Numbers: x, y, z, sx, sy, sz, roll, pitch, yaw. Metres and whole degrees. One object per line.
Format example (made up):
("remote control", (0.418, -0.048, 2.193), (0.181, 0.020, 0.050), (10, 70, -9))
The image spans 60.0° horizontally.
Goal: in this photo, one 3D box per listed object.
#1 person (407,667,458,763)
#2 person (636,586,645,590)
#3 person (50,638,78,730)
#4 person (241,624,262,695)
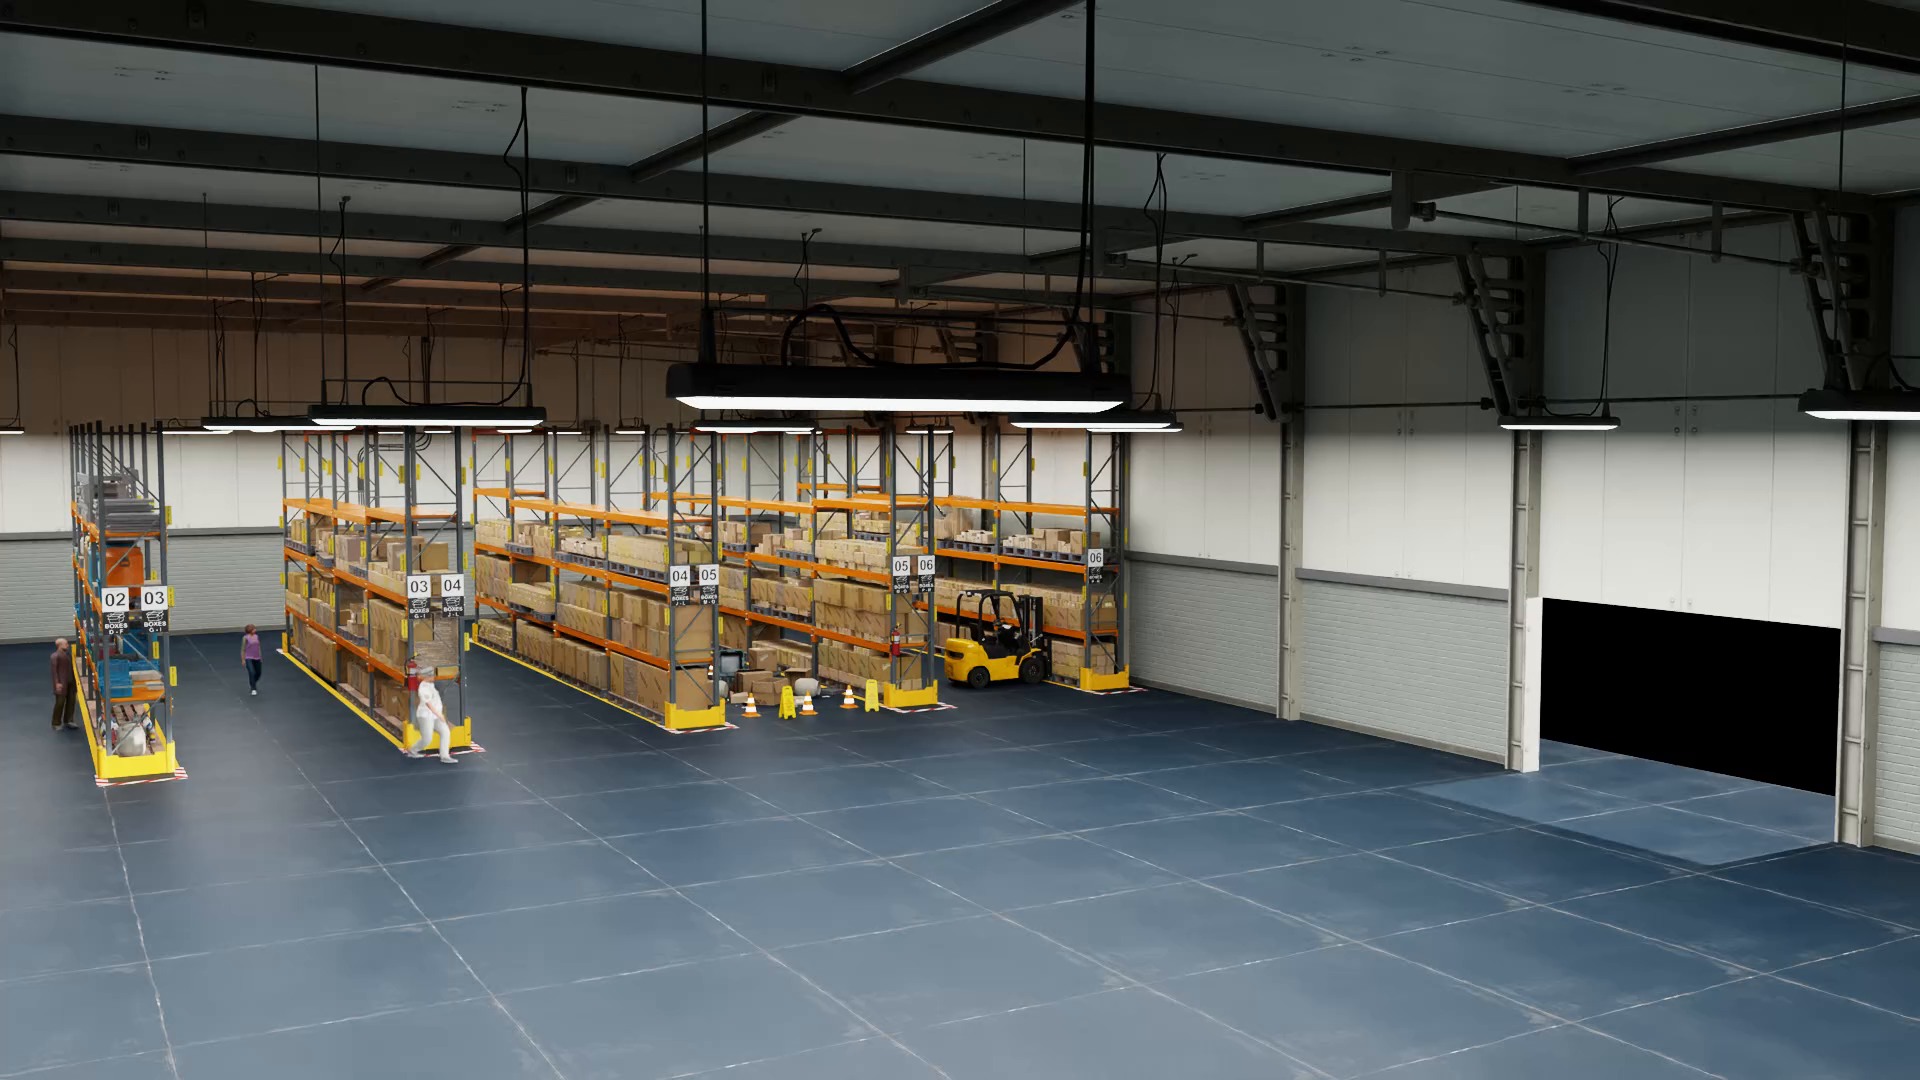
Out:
("person", (-9.280, 3.075, 29.224), (0.960, 1.689, 0.501), (1, 4, 18))
("person", (-8.725, 2.073, 45.373), (0.506, 1.682, 0.375), (3, 4, 35))
("person", (-17.636, 2.853, 32.784), (0.431, 1.850, 0.637), (1, 4, 17))
("person", (-15.774, 2.641, 36.998), (0.431, 1.560, 0.694), (-2, 4, -35))
